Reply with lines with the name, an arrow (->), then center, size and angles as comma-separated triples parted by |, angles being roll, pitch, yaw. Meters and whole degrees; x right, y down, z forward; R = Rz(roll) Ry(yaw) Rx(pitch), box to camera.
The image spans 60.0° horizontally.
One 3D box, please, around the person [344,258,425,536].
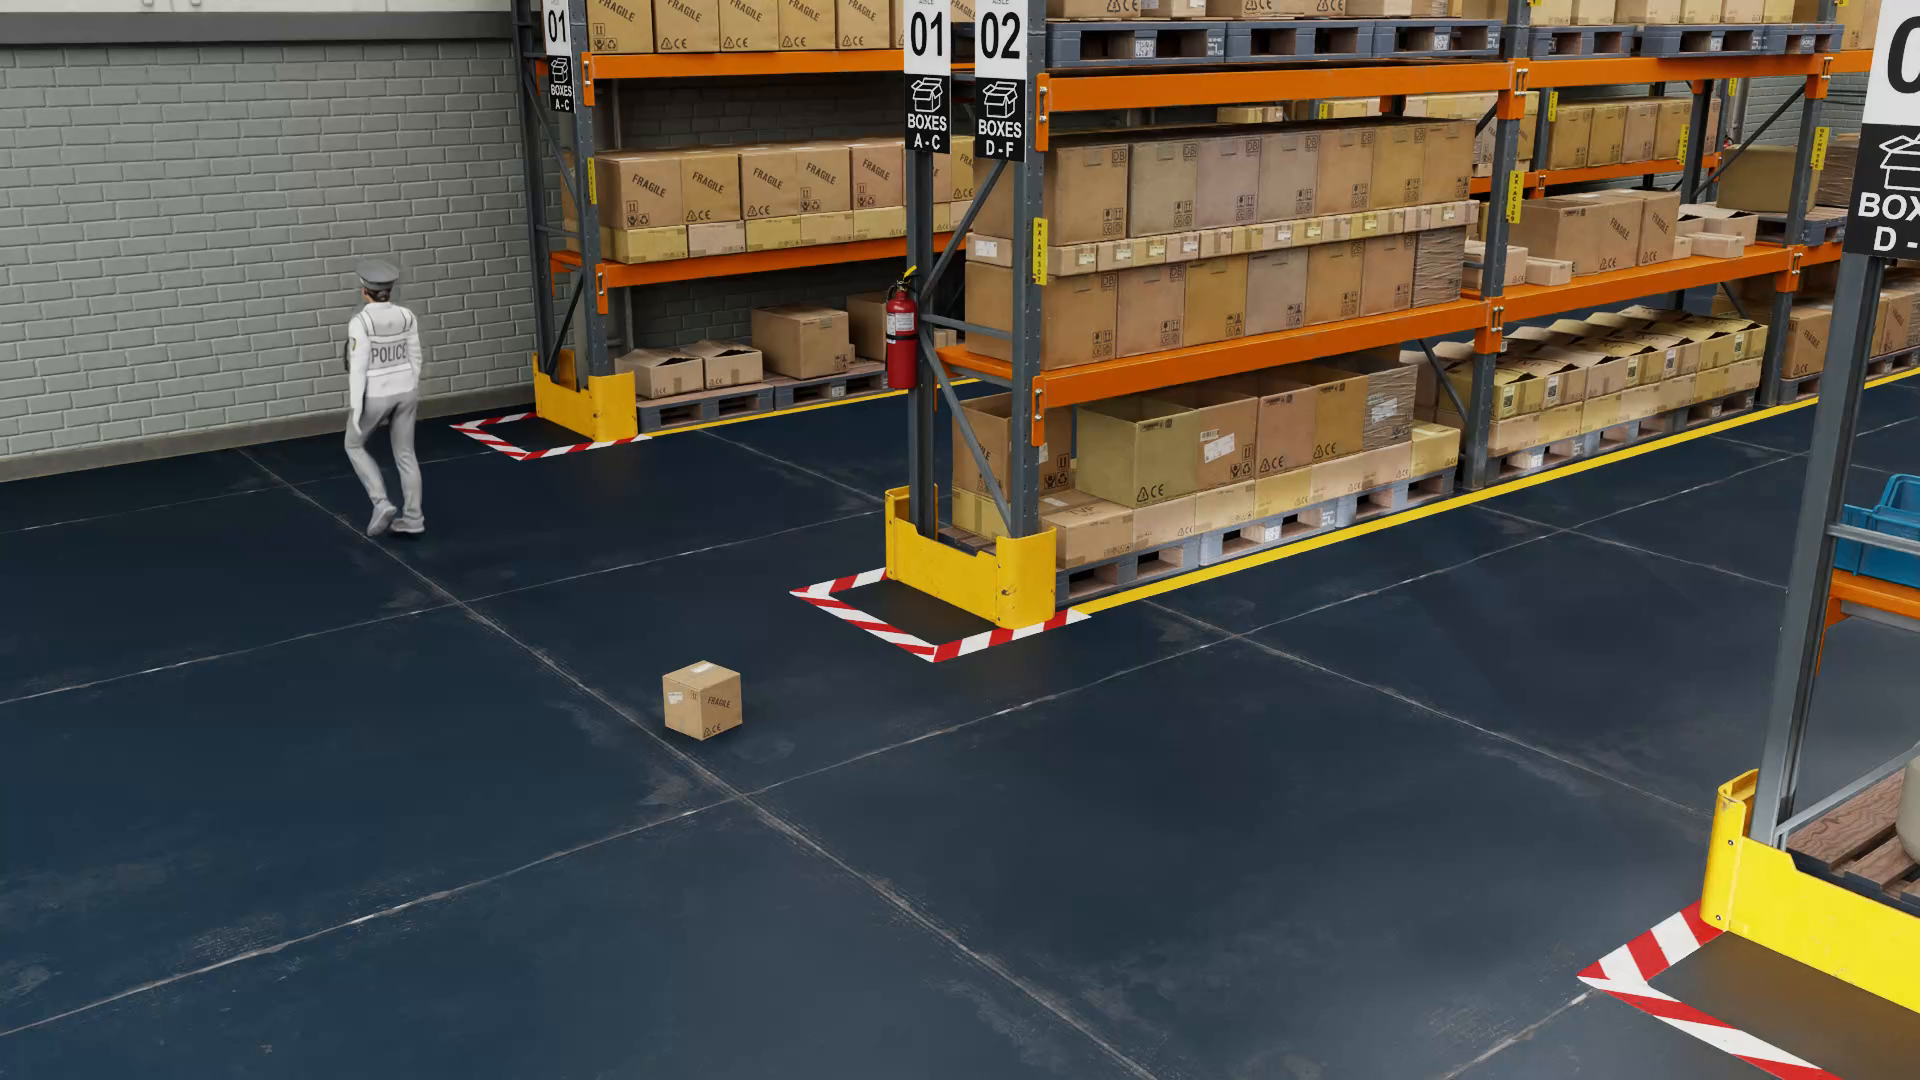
person -> -3.514, -0.851, 10.127 | 0.472, 1.724, 0.527 | 16, 24, 40
